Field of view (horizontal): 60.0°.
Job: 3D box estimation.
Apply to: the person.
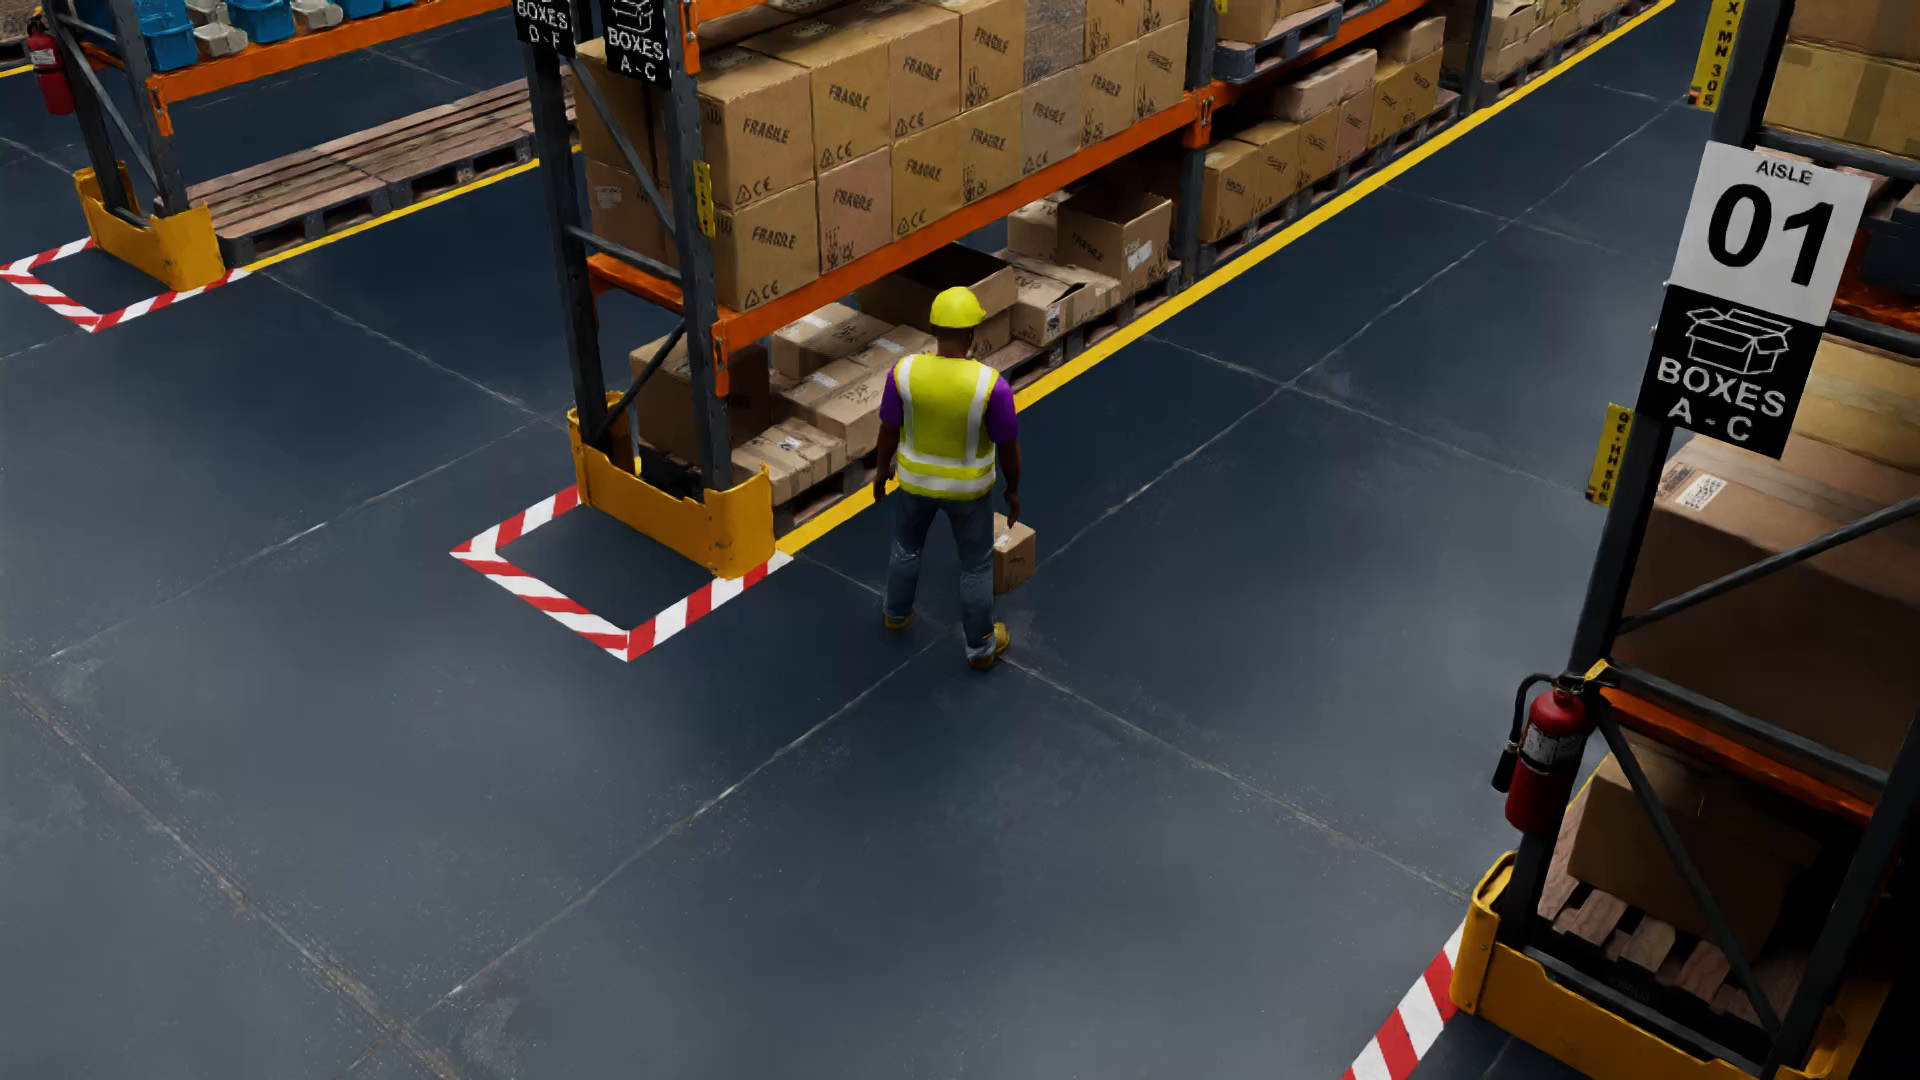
[{"bbox_3d":[-0.052,-0.290,7.156,0.671,1.767,0.488,7,36,11],"label":"person"}]
